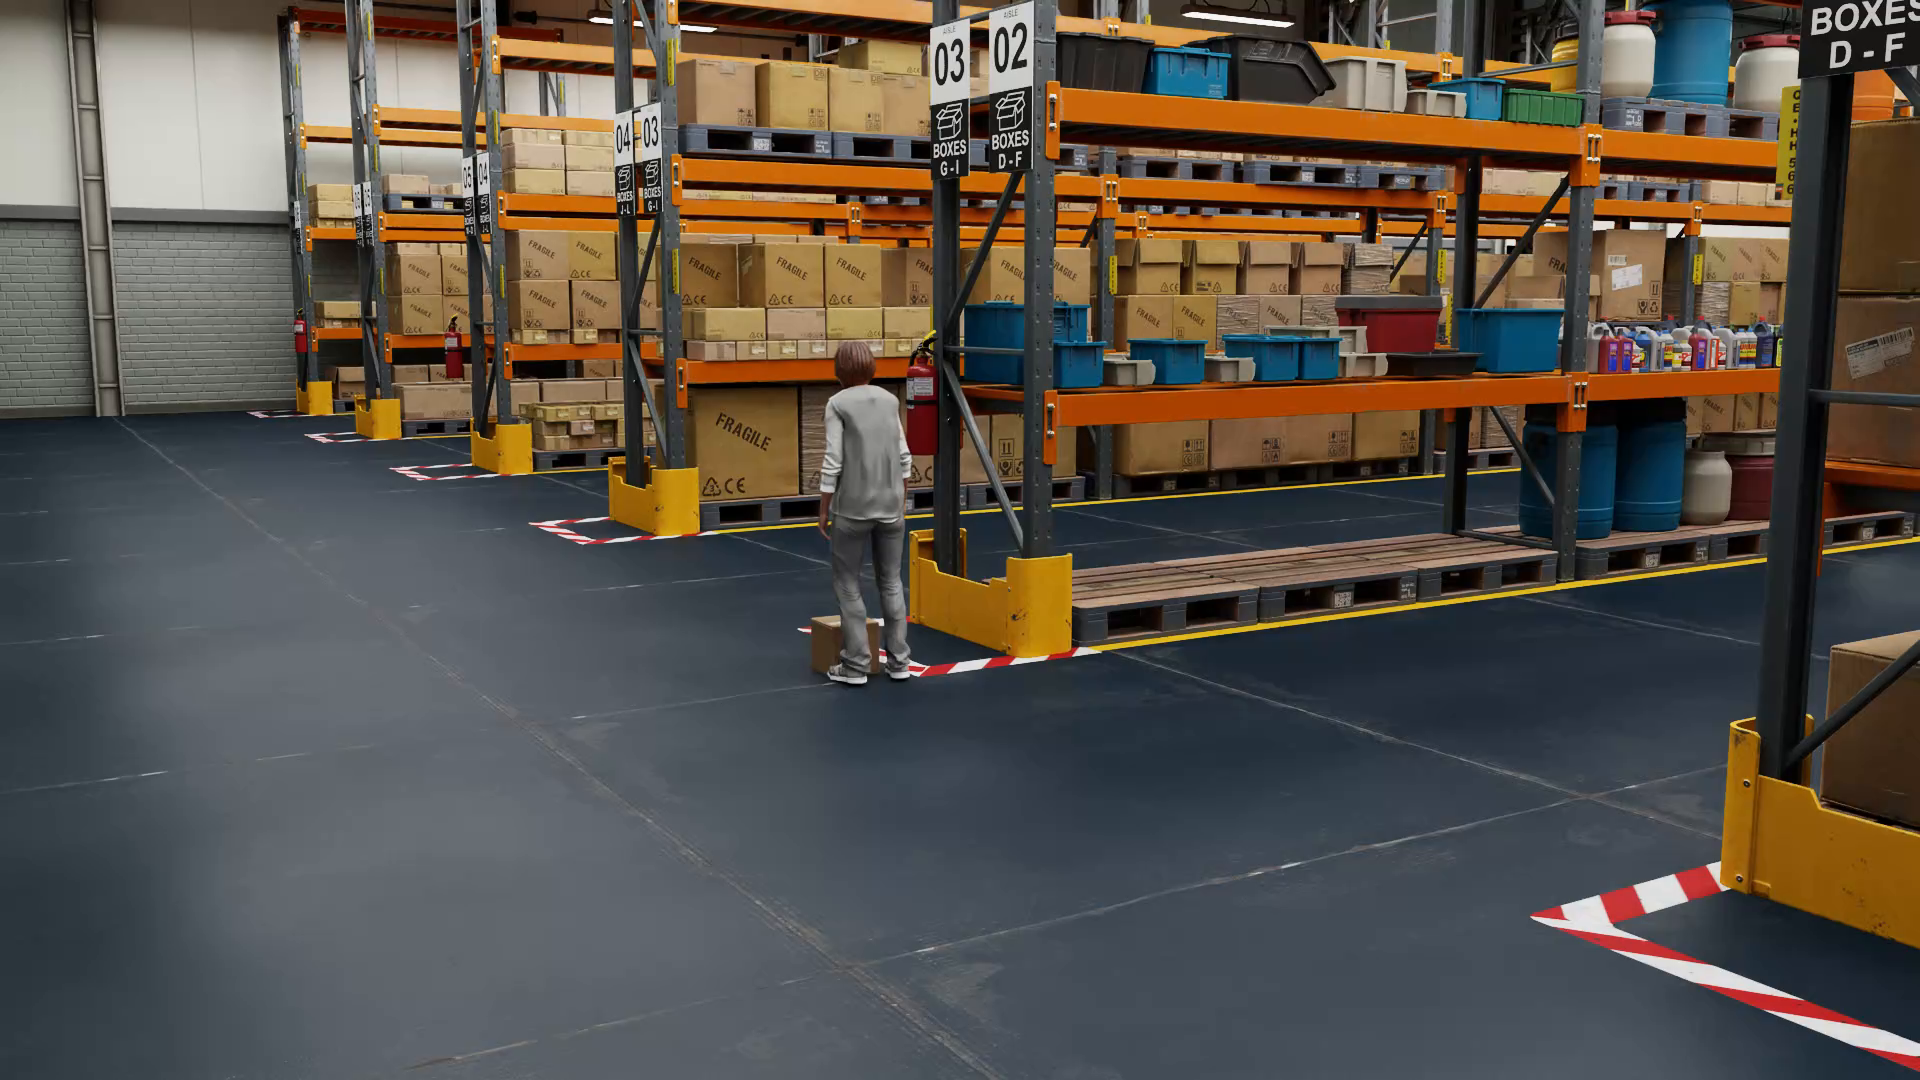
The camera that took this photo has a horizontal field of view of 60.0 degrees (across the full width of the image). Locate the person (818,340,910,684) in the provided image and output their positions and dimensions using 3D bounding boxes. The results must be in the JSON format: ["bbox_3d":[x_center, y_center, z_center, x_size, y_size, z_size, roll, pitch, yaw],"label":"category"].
[{"bbox_3d":[-0.440,-0.125,7.729,0.475,1.591,0.318,-5,10,-30],"label":"person"}]
